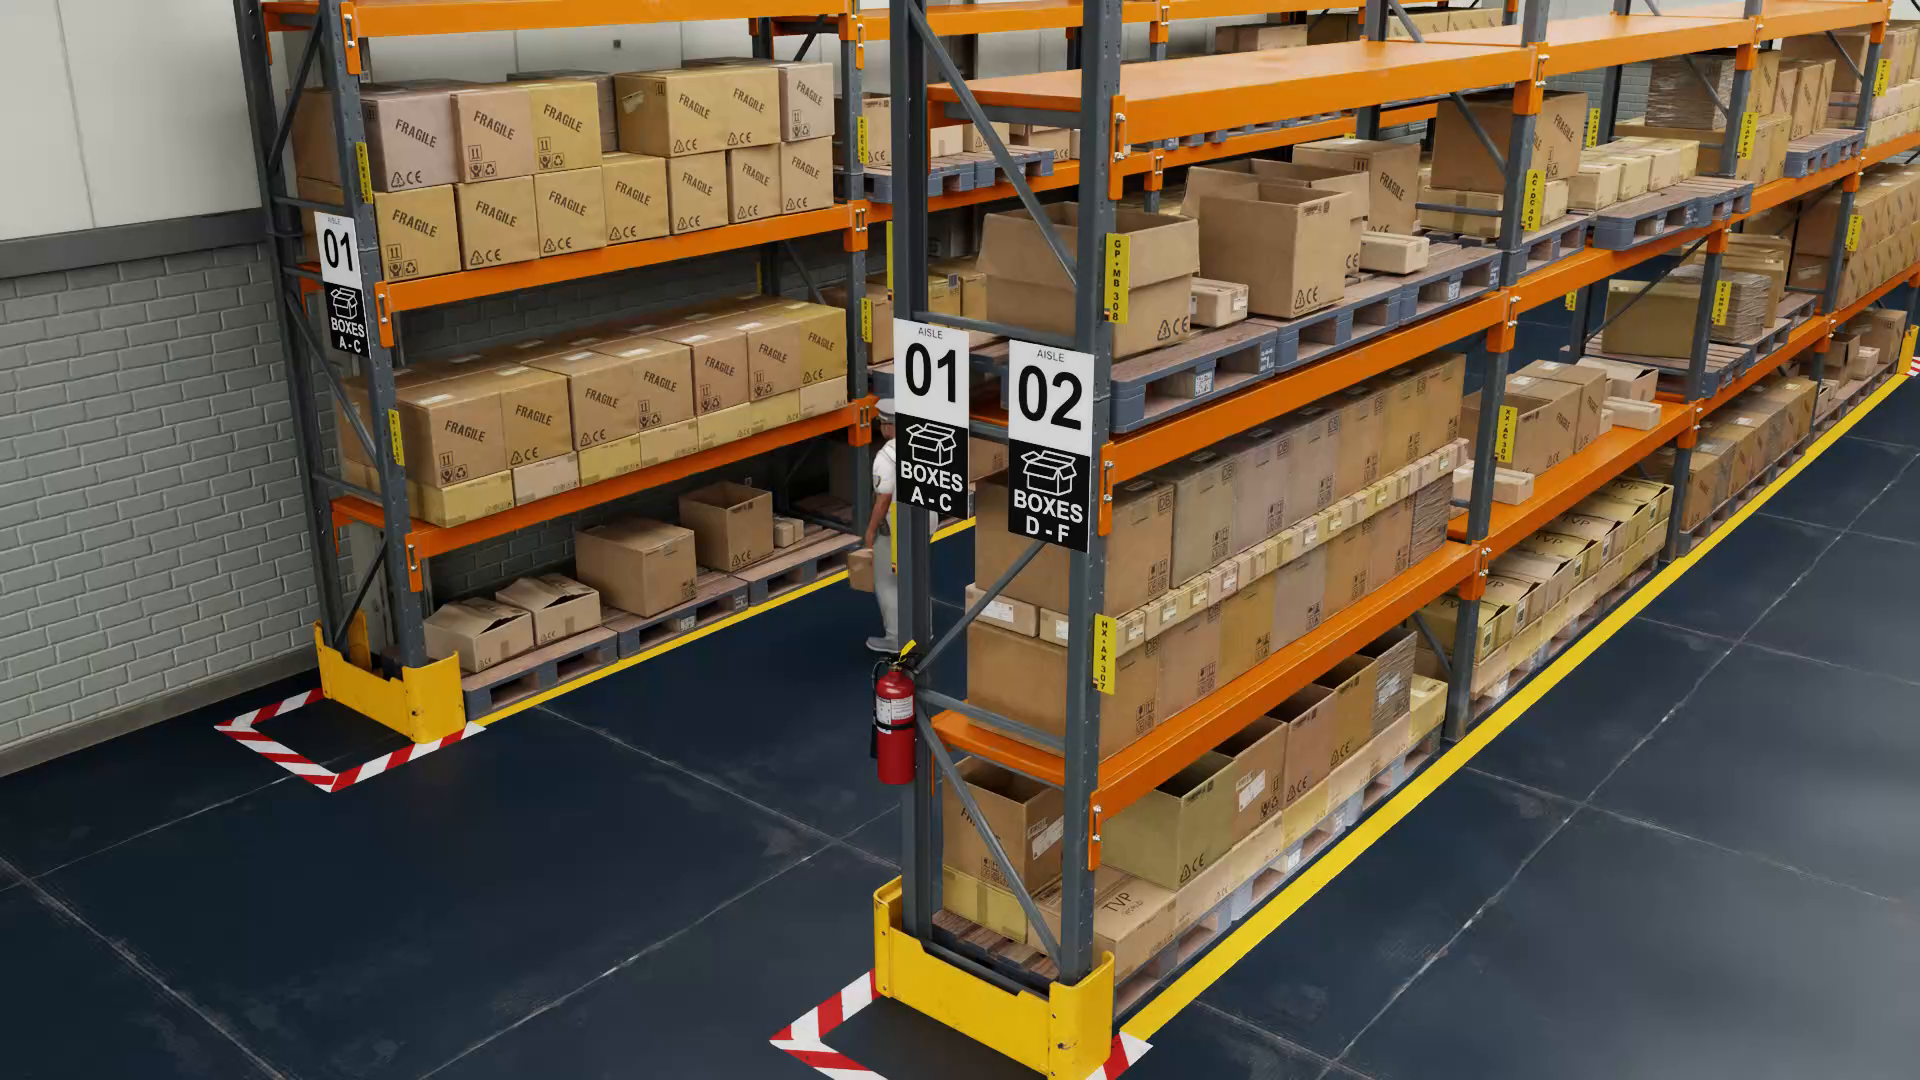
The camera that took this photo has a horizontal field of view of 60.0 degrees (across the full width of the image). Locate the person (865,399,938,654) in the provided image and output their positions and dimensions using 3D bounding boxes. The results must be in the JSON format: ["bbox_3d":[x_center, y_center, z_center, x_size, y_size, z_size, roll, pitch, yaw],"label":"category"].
[{"bbox_3d":[-0.389,-0.088,11.293,0.434,1.756,0.560,15,25,35],"label":"person"}]
